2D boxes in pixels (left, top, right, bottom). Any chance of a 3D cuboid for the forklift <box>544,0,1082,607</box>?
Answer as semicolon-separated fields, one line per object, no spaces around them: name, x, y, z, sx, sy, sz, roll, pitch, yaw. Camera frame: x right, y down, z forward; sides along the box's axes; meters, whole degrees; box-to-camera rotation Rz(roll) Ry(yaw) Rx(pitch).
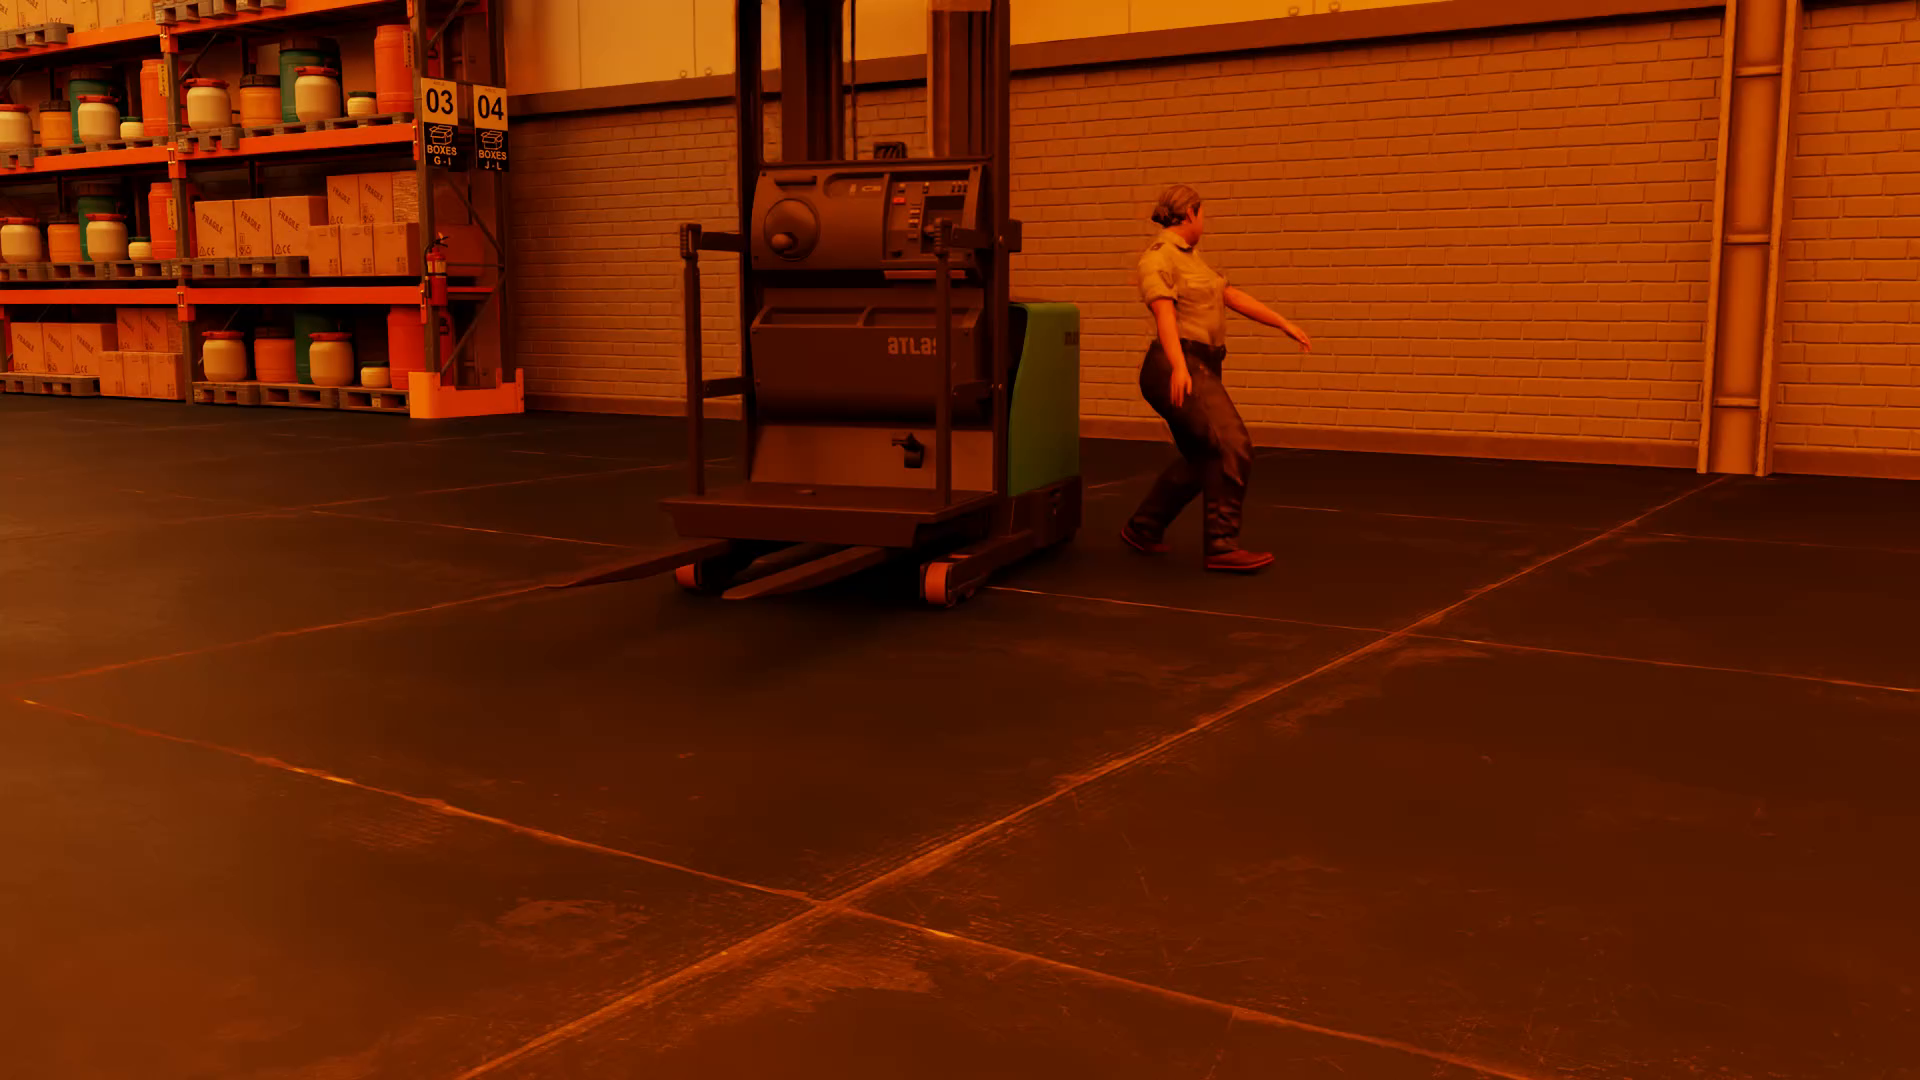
forklift;-0.433;-1.276;6.167;1.130;2.935;3.031;3;9;20

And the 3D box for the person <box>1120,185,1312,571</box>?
person;0.961;-0.626;6.782;0.796;1.634;0.775;4;9;23
